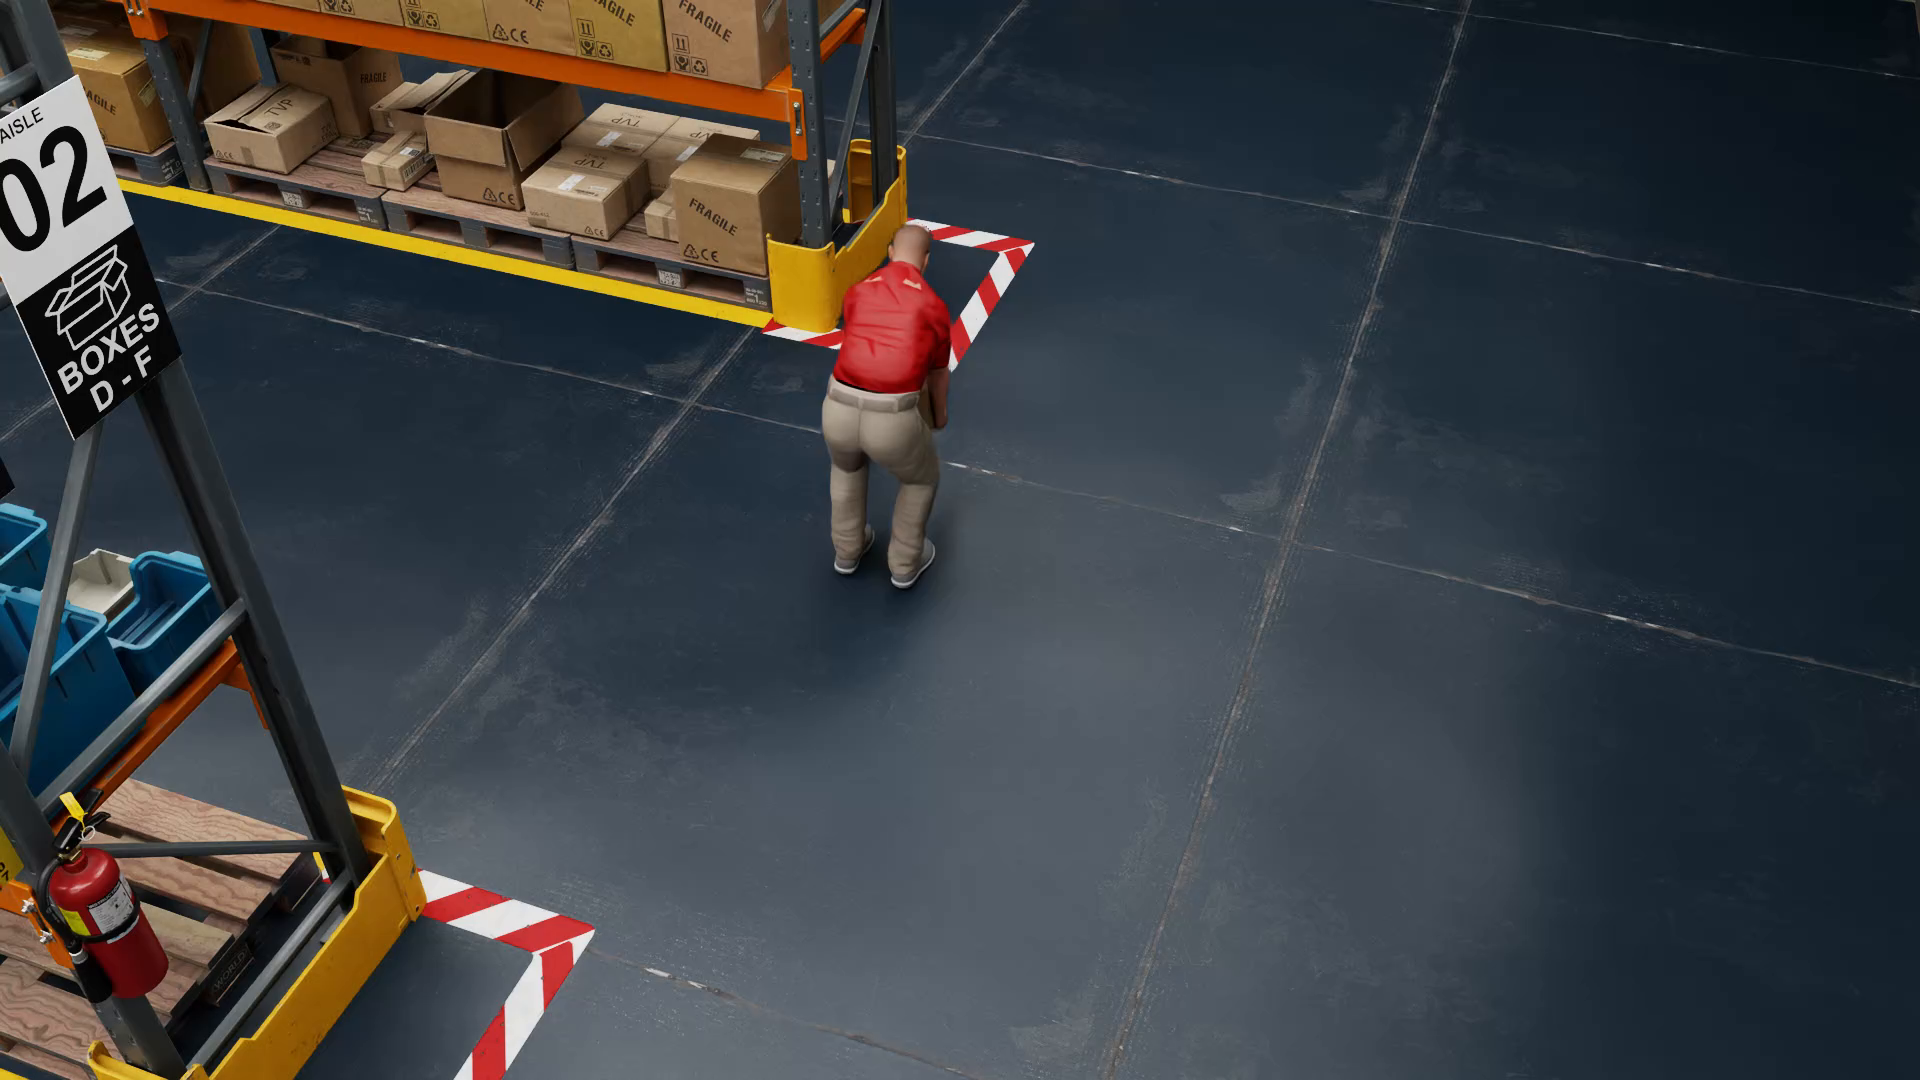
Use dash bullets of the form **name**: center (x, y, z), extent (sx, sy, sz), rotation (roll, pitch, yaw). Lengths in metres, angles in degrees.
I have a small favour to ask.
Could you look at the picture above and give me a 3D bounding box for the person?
- **person**: center (-0.275, -0.555, 7.041), extent (0.474, 1.255, 0.782), rotation (12, 43, 14)
